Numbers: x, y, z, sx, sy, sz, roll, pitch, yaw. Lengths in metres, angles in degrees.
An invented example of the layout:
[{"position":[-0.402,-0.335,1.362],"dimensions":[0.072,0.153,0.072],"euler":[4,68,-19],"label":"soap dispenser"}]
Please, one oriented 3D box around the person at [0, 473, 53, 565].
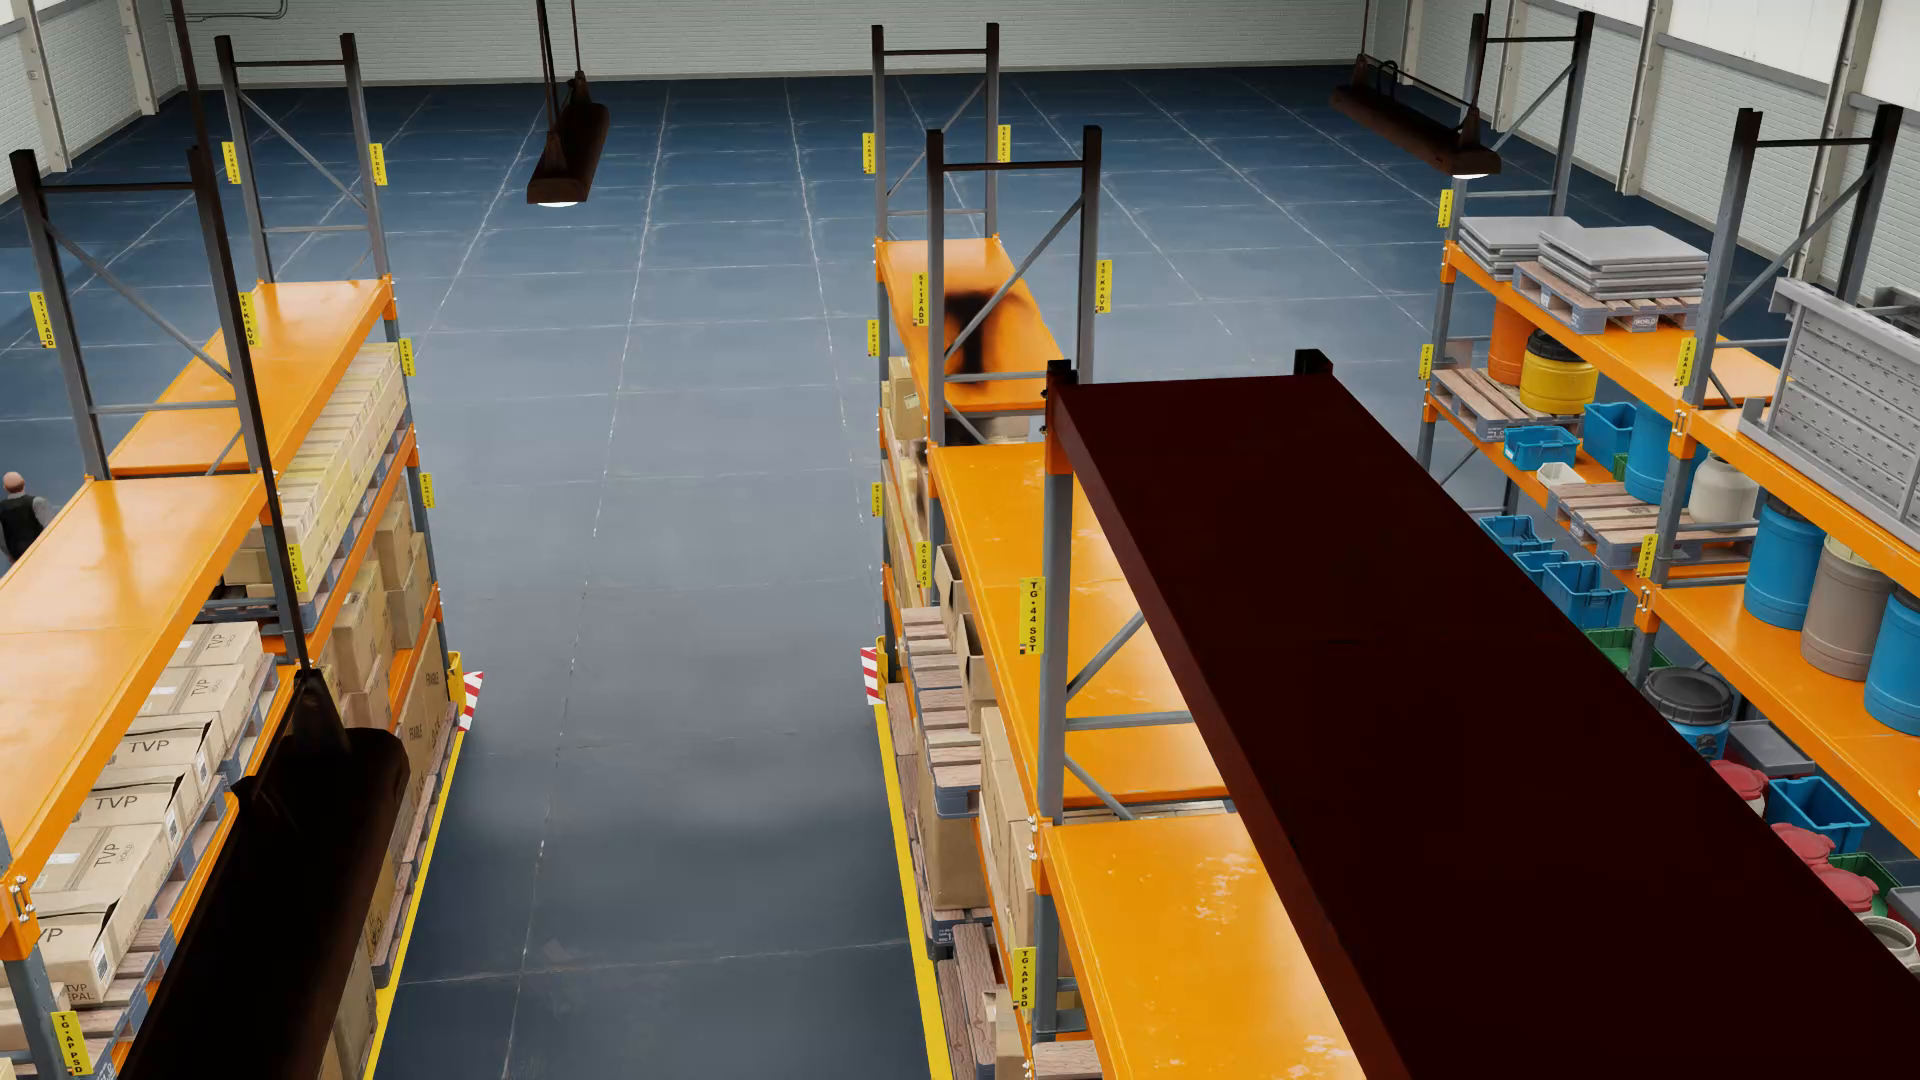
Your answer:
[{"position":[-8.999,0.172,16.219],"dimensions":[0.667,1.678,0.563],"euler":[-8,27,-17],"label":"person"}]
